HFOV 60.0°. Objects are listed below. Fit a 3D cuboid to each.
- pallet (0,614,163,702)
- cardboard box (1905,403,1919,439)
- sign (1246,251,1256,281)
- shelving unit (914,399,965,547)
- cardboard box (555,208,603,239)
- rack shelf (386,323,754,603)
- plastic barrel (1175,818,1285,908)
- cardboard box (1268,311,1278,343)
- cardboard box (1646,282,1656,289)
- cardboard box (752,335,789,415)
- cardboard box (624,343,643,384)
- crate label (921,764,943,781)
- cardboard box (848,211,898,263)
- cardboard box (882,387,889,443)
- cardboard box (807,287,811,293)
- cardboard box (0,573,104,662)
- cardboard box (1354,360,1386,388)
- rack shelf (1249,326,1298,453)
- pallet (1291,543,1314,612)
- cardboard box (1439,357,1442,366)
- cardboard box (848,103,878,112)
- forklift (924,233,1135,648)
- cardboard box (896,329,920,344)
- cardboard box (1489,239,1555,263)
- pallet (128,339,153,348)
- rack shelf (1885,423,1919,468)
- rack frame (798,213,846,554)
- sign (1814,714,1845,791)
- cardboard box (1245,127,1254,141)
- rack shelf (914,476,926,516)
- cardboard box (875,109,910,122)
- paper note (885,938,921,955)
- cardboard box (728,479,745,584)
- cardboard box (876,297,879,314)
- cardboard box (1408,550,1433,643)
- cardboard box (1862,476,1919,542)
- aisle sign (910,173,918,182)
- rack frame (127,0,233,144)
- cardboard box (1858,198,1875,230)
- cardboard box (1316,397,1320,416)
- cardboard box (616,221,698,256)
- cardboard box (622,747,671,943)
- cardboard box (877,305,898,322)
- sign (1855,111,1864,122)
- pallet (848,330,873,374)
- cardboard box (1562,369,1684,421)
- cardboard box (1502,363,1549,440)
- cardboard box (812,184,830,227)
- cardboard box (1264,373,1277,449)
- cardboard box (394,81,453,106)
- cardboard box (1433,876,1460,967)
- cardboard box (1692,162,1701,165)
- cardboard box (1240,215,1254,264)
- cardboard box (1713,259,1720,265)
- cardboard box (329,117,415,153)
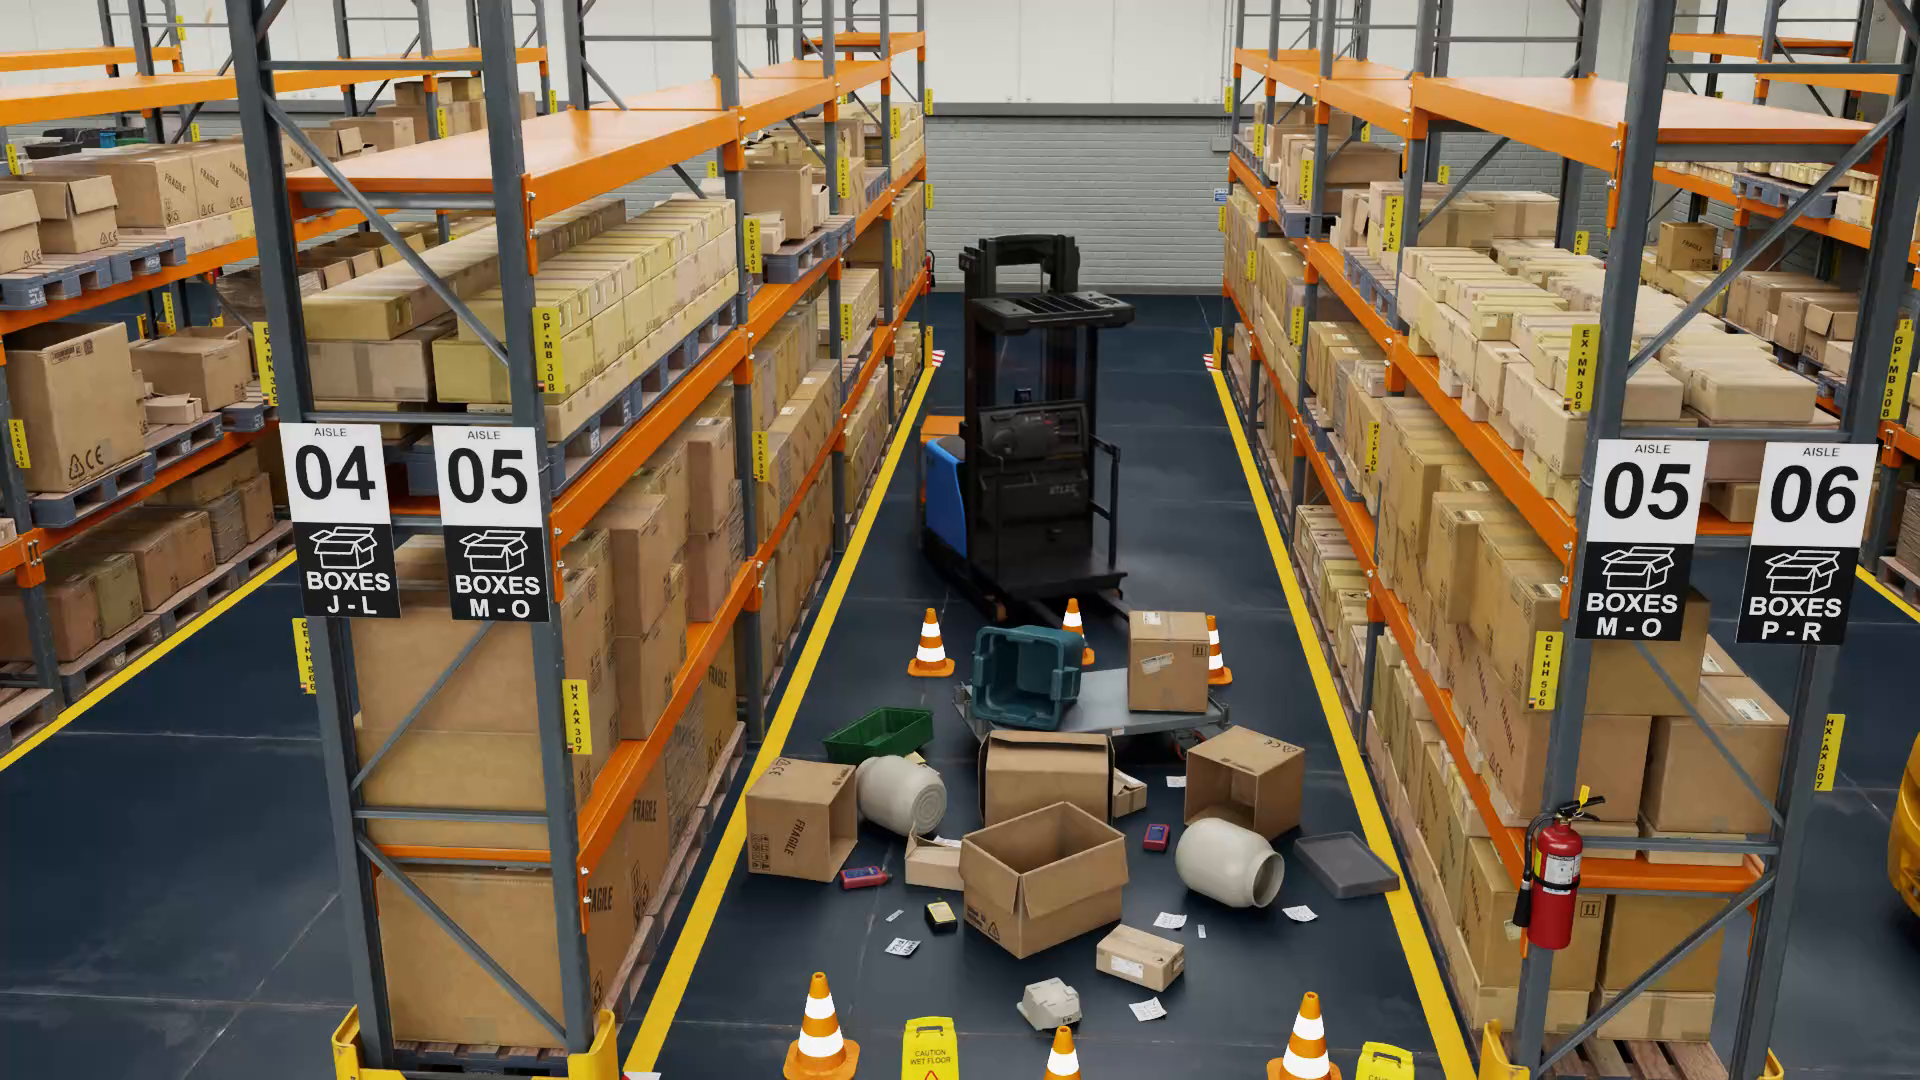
[{"bbox_3d":[-6.700,0.850,12.315,1.003,0.211,1.213,1,18,4],"label":"pallet"},{"bbox_3d":[8.092,-0.941,13.544,0.500,0.250,0.500,1,18,4],"label":"cardboard box"},{"bbox_3d":[3.150,-2.957,17.940,0.100,0.325,0.005,1,18,4],"label":"sign"},{"bbox_3d":[-0.102,-0.630,15.366,0.538,1.125,1.048,2,18,5],"label":"shelving unit"},{"bbox_3d":[-2.215,-1.759,9.273,0.380,0.149,0.250,1,18,3],"label":"cardboard box"},{"bbox_3d":[-1.958,-0.553,8.459,1.077,0.370,4.000,1,18,4],"label":"rack shelf"},{"bbox_3d":[1.481,1.780,9.139,0.512,0.421,0.421,17,25,41],"label":"plastic barrel"},{"bbox_3d":[3.284,-2.056,16.146,0.500,0.250,0.500,1,18,2],"label":"cardboard box"},{"bbox_3d":[8.502,-3.015,20.036,0.380,0.149,0.250,1,18,2],"label":"cardboard box"},{"bbox_3d":[-1.676,-1.241,12.454,0.700,0.500,0.500,1,18,3],"label":"cardboard box"},{"bbox_3d":[-1.685,-0.814,7.669,0.380,0.149,0.250,1,18,4],"label":"cardboard box"},{"bbox_3d":[-0.265,1.513,10.412,0.298,0.136,0.250,-13,22,-34],"label":"crate label"},{"bbox_3d":[-0.966,-3.374,18.486,0.500,0.500,0.500,2,18,5],"label":"cardboard box"},{"bbox_3d":[-1.043,-1.352,17.897,0.500,0.500,0.500,1,18,3],"label":"cardboard box"},{"bbox_3d":[-1.763,-2.660,17.324,0.380,0.149,0.250,1,18,4],"label":"cardboard box"},{"bbox_3d":[-6.689,0.556,12.044,0.700,0.500,0.500,0,18,0],"label":"cardboard box"},{"bbox_3d":[2.970,-1.157,11.608,0.380,0.149,0.250,1,18,2],"label":"cardboard box"},{"bbox_3d":[3.560,-1.533,16.267,1.077,0.370,4.000,1,18,4],"label":"rack shelf"},{"bbox_3d":[3.359,0.314,13.953,1.003,0.211,1.213,1,18,4],"label":"pallet"},{"bbox_3d":[2.823,-0.990,9.040,0.380,0.149,0.250,2,18,6],"label":"cardboard box"},{"bbox_3d":[-1.241,-5.425,20.968,0.380,0.149,0.250,2,18,6],"label":"cardboard box"},{"bbox_3d":[0.675,-0.874,13.212,1.130,2.935,3.031,-7,19,-19],"label":"forklift"},{"bbox_3d":[-0.707,-2.615,21.362,0.380,0.149,0.250,1,18,3],"label":"cardboard box"},{"bbox_3d":[3.571,-1.738,10.485,0.500,0.250,0.500,1,18,2],"label":"cardboard box"},{"bbox_3d":[-10.933,-2.490,22.510,1.003,0.211,1.213,1,18,4],"label":"pallet"},{"bbox_3d":[8.224,-0.181,12.141,1.077,0.370,4.000,1,18,4],"label":"rack shelf"},{"bbox_3d":[-1.528,-1.333,14.501,1.000,3.000,0.127,1,18,4],"label":"rack frame"},{"bbox_3d":[3.384,0.831,6.505,0.100,0.325,0.005,1,18,4],"label":"sign"},{"bbox_3d":[3.683,-4.959,20.318,0.380,0.149,0.250,2,18,6],"label":"cardboard box"},{"bbox_3d":[-0.102,-0.398,15.442,0.538,0.278,1.000,2,18,5],"label":"rack shelf"},{"bbox_3d":[-0.809,-5.092,19.953,0.380,0.149,0.250,2,18,5],"label":"cardboard box"},{"bbox_3d":[-0.299,2.127,8.712,0.144,0.017,0.142,8,20,23],"label":"paper note"},{"bbox_3d":[-1.829,-0.047,10.336,0.875,0.550,0.550,1,18,4],"label":"cardboard box"},{"bbox_3d":[-1.072,-2.528,17.876,0.380,0.149,0.250,1,18,3],"label":"cardboard box"},{"bbox_3d":[2.758,0.242,9.056,0.500,0.500,0.500,1,18,3],"label":"cardboard box"},{"bbox_3d":[8.184,-0.292,14.664,0.500,0.500,0.500,2,18,6],"label":"cardboard box"},{"bbox_3d":[-0.650,-5.069,21.728,0.394,0.787,0.004,1,18,4],"label":"aisle sign"},{"bbox_3d":[-6.468,-4.326,14.000,1.000,3.000,0.127,1,18,4],"label":"rack frame"},{"bbox_3d":[8.198,-2.819,14.461,0.500,0.250,0.500,1,18,4],"label":"cardboard box"},{"bbox_3d":[3.088,-1.066,13.416,0.380,0.149,0.250,0,18,0],"label":"cardboard box"},{"bbox_3d":[-1.595,-1.587,8.748,0.380,0.149,0.250,1,18,4],"label":"cardboard box"},{"bbox_3d":[-2.058,1.476,8.665,0.875,0.875,0.875,1,18,3],"label":"cardboard box"},{"bbox_3d":[-0.895,-2.537,18.578,0.380,0.149,0.250,2,18,6],"label":"cardboard box"},{"bbox_3d":[9.208,-4.234,17.073,0.100,0.325,0.005,1,18,4],"label":"sign"},{"bbox_3d":[-1.427,-1.858,16.410,1.003,0.211,1.213,1,18,4],"label":"pallet"},{"bbox_3d":[2.573,-0.566,6.465,0.380,0.149,0.250,1,18,4],"label":"cardboard box"},{"bbox_3d":[2.662,-0.586,7.166,0.500,0.250,0.500,1,18,3],"label":"cardboard box"},{"bbox_3d":[-1.304,-2.632,12.956,0.500,0.311,0.500,1,18,4],"label":"cardboard box"},{"bbox_3d":[3.739,-1.492,17.723,0.875,0.875,0.875,2,18,6],"label":"cardboard box"},{"bbox_3d":[-6.107,-5.086,18.936,0.500,0.250,0.500,0,18,0],"label":"cardboard box"},{"bbox_3d":[2.678,1.920,8.314,0.500,0.250,0.500,1,18,4],"label":"cardboard box"},{"bbox_3d":[8.514,-4.358,18.679,0.500,0.250,0.500,2,18,5],"label":"cardboard box"},{"bbox_3d":[3.533,-3.487,19.309,0.500,0.500,0.500,2,18,5],"label":"cardboard box"},{"bbox_3d":[9.094,-3.236,20.073,0.500,0.250,0.500,2,18,6],"label":"cardboard box"},{"bbox_3d":[-6.213,-4.210,17.627,0.700,0.500,0.500,2,18,5],"label":"cardboard box"}]
